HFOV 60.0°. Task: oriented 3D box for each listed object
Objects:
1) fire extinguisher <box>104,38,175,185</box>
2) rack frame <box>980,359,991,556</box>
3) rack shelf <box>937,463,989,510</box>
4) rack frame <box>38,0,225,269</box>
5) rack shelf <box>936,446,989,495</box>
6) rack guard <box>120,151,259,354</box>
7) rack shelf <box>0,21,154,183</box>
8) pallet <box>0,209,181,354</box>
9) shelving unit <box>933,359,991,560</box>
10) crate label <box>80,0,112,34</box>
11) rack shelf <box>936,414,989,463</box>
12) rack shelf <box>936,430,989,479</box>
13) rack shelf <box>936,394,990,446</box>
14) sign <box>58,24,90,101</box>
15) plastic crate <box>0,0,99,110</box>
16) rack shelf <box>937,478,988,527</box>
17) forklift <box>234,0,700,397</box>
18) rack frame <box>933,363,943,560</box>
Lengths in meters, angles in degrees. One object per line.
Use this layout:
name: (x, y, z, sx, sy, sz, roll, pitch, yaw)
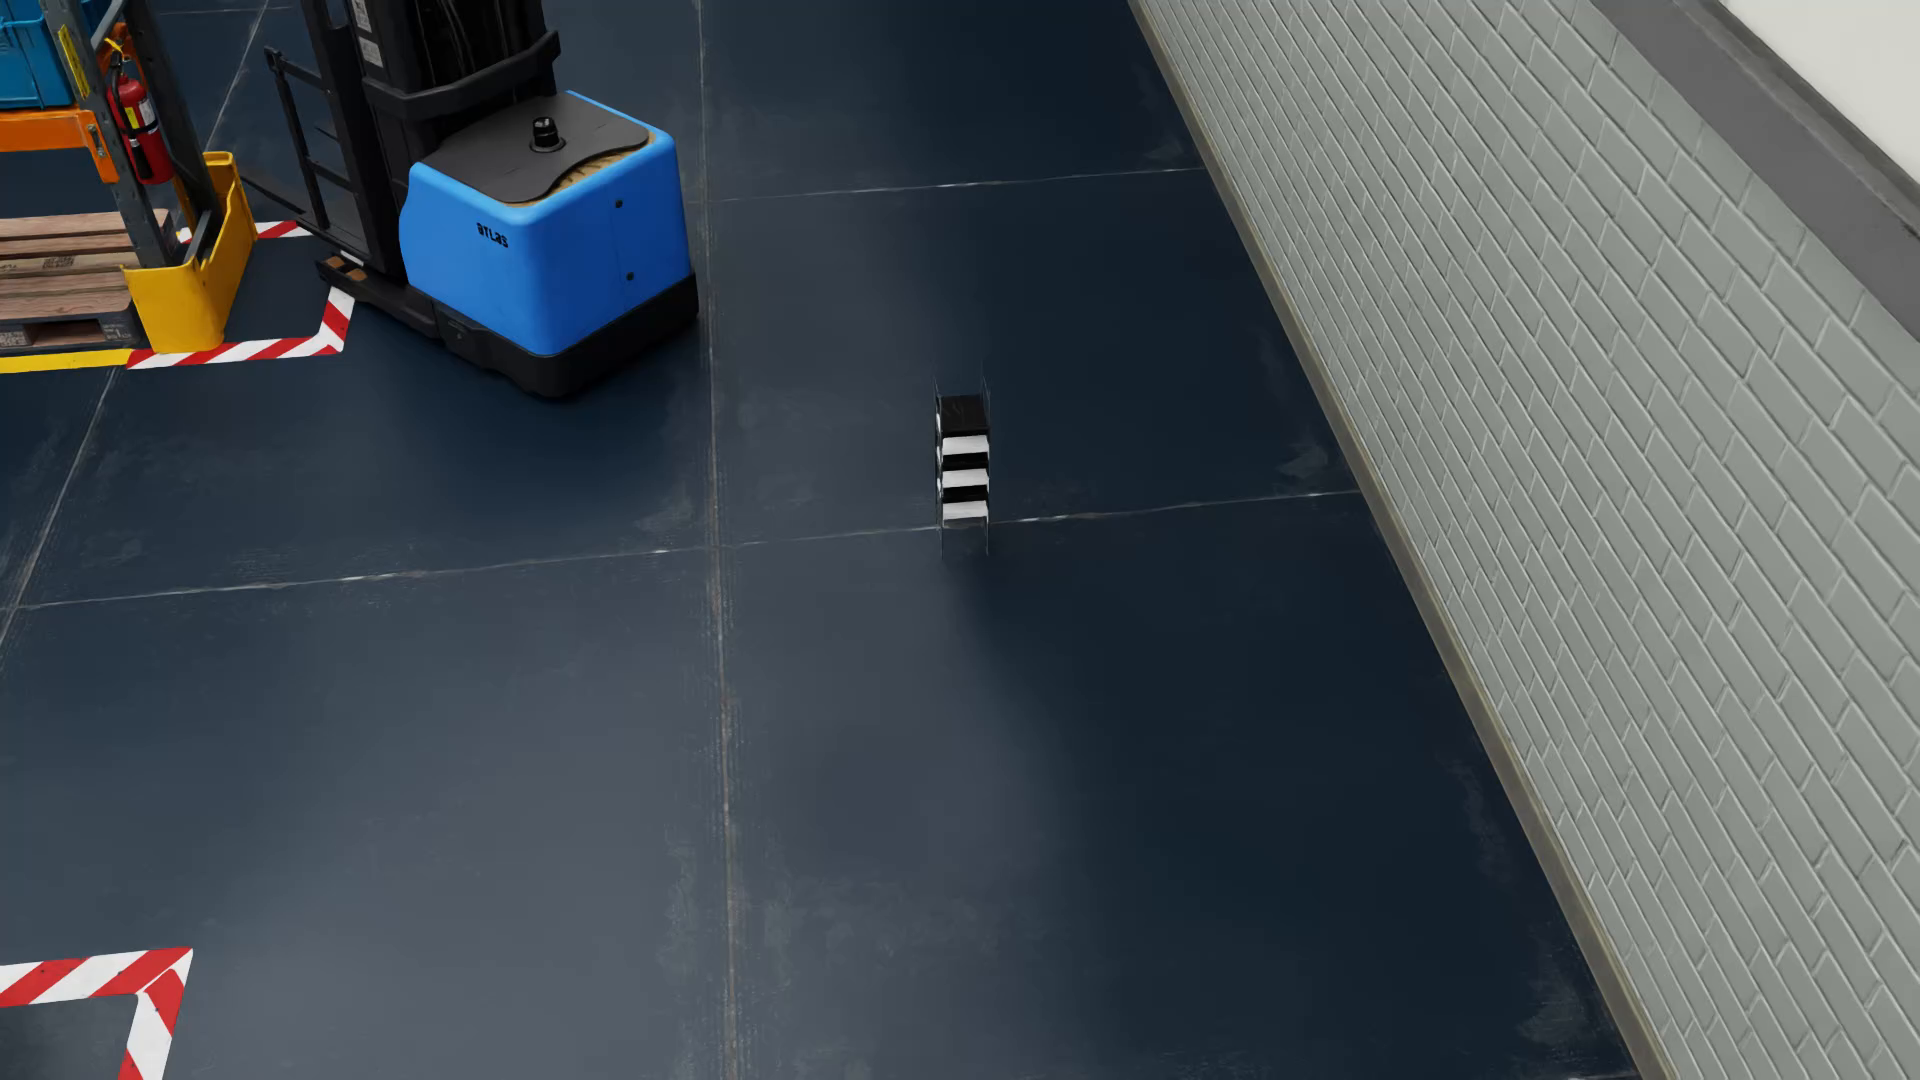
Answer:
fire extinguisher: (-3.865, -1.997, 7.776, 0.183, 0.674, 0.296, -5, 42, -6)
rack frame: (0.109, -0.344, 7.174, 0.006, 0.900, 0.240, -5, 42, -6)
rack shelf: (0.008, -0.243, 7.247, 0.200, 0.077, 0.258, -5, 42, -6)
rack frame: (-4.074, -2.453, 7.945, 0.127, 3.000, 1.000, -5, 42, -6)
rack shelf: (0.008, -0.310, 7.187, 0.200, 0.077, 0.258, -5, 42, -6)
rack guard: (-4.052, -1.535, 8.794, 0.348, 0.500, 1.175, -5, 42, -6)
rack shelf: (-6.057, -2.012, 7.993, 4.000, 0.370, 1.077, -5, 42, -6)
pallet: (-4.897, -1.371, 8.828, 1.213, 0.211, 1.003, -5, 42, -6)
shelving unit: (0.008, -0.335, 7.165, 0.210, 0.900, 0.258, -5, 42, -6)
crate label: (-4.361, -2.610, 8.199, 0.303, 0.233, 0.416, -5, 42, -6)
rack shelf: (0.008, -0.444, 7.066, 0.200, 0.077, 0.258, -5, 42, -6)
rack shelf: (0.008, -0.377, 7.127, 0.200, 0.077, 0.258, -5, 42, -6)
rack shelf: (0.008, -0.511, 7.006, 0.200, 0.077, 0.258, -5, 42, -6)
sign: (-3.986, -2.149, 7.487, 0.005, 0.325, 0.100, -5, 42, -6)
plastic crate: (-4.382, -2.335, 7.743, 0.499, 0.435, 0.616, -5, 42, -6)
rack shelf: (0.008, -0.176, 7.307, 0.200, 0.077, 0.258, -5, 42, -6)
forklift: (-2.827, -2.614, 8.174, 3.031, 2.935, 1.130, 28, 49, 28)
rack frame: (-0.093, -0.326, 7.155, 0.006, 0.900, 0.240, -5, 42, -6)
